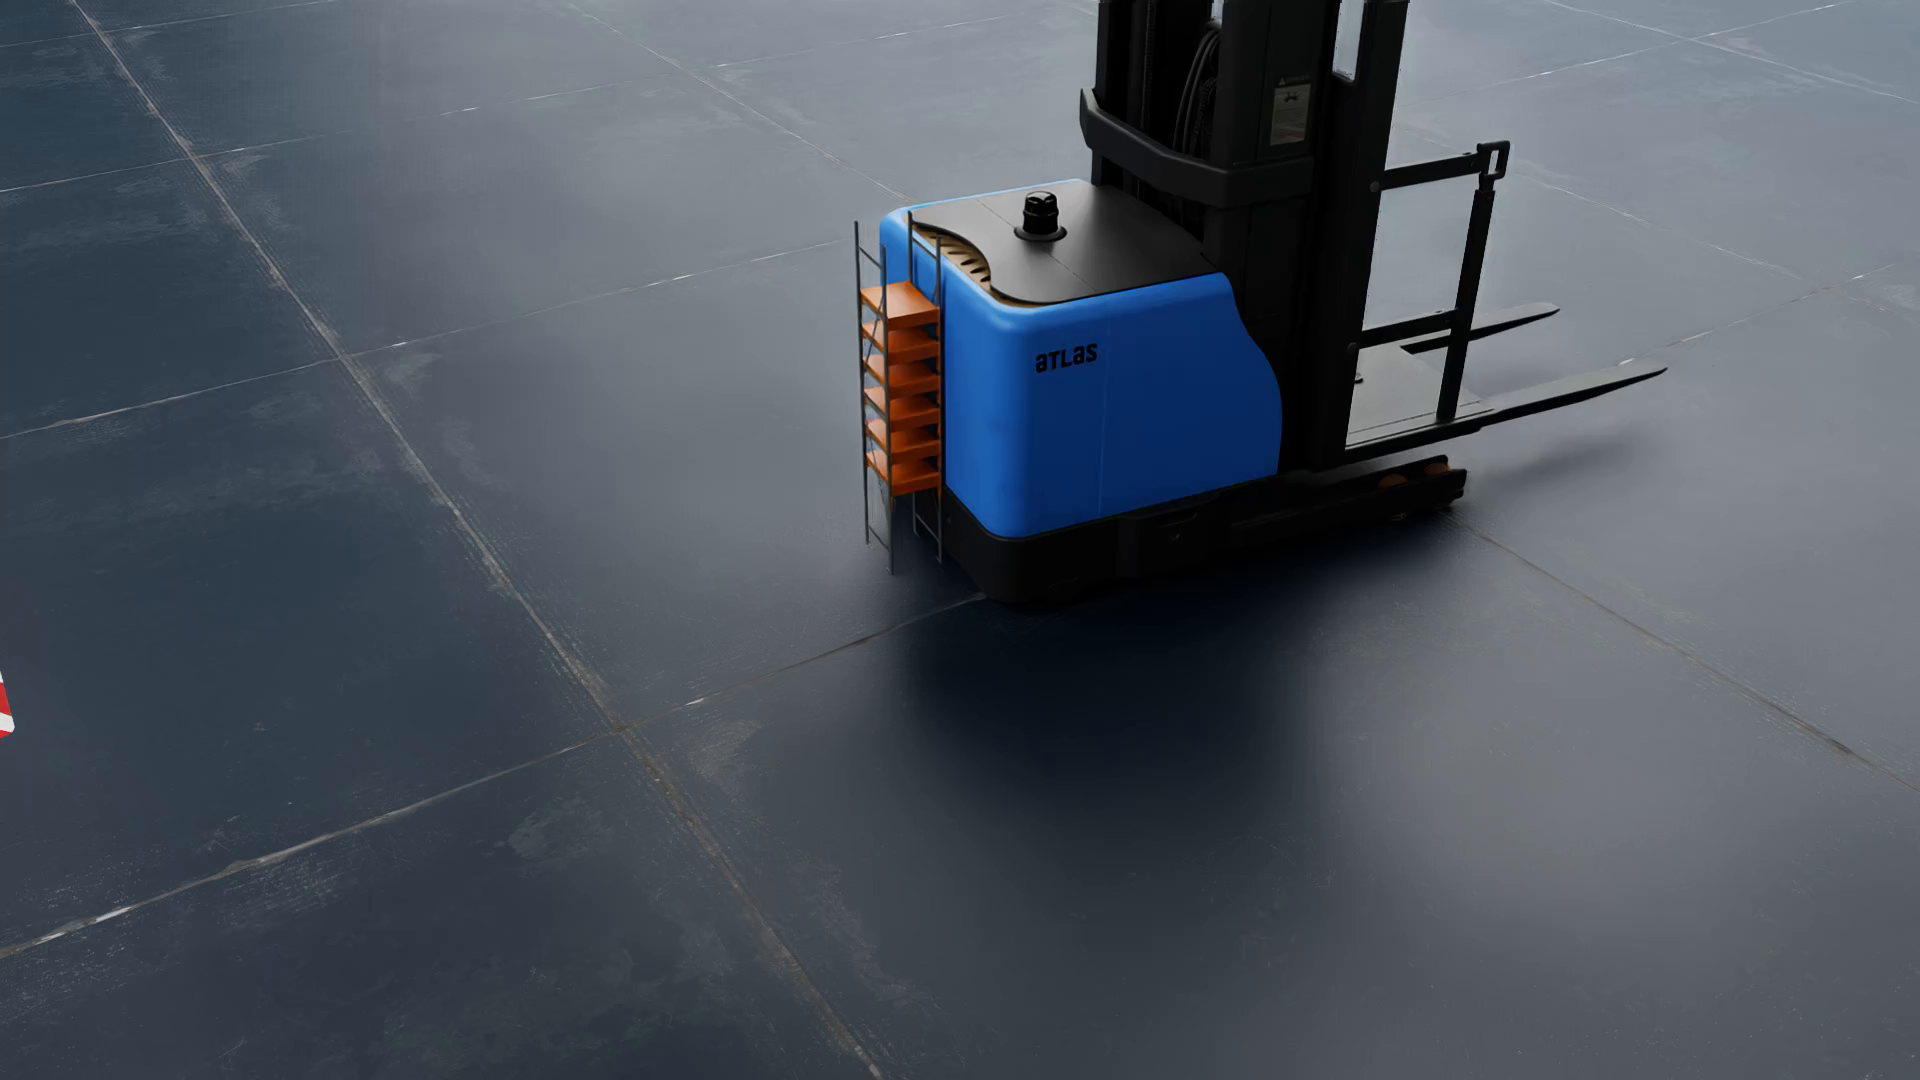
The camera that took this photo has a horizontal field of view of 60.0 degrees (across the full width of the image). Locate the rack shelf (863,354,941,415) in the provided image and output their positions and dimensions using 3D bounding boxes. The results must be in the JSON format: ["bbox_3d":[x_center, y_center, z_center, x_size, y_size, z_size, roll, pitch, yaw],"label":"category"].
[{"bbox_3d":[-0.196,-0.524,5.437,0.180,0.103,0.258,-14,35,-21],"label":"rack shelf"}]

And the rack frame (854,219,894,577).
[{"bbox_3d":[-0.279,-0.440,5.444,0.006,1.200,0.240,-14,35,-21],"label":"rack frame"}]

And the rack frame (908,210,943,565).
[{"bbox_3d":[-0.114,-0.481,5.510,0.006,1.200,0.240,-14,35,-21],"label":"rack frame"}]

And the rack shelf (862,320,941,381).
[{"bbox_3d":[-0.196,-0.626,5.373,0.180,0.103,0.258,-14,35,-21],"label":"rack shelf"}]

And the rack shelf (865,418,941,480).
[{"bbox_3d":[-0.196,-0.321,5.565,0.180,0.103,0.258,-14,35,-21],"label":"rack shelf"}]

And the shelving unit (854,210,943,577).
[{"bbox_3d":[-0.196,-0.460,5.477,0.189,1.200,0.258,-14,35,-21],"label":"shelving unit"}]

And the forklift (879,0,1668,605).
[{"bbox_3d":[1.271,-1.550,5.581,3.031,2.935,1.130,-14,35,-21],"label":"forklift"}]

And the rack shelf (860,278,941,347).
[{"bbox_3d":[-0.196,-0.727,5.309,0.180,0.103,0.258,-14,35,-21],"label":"rack shelf"}]

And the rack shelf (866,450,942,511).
[{"bbox_3d":[-0.196,-0.220,5.629,0.180,0.103,0.258,-14,35,-21],"label":"rack shelf"}]

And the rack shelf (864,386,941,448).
[{"bbox_3d":[-0.196,-0.423,5.501,0.180,0.103,0.258,-14,35,-21],"label":"rack shelf"}]
